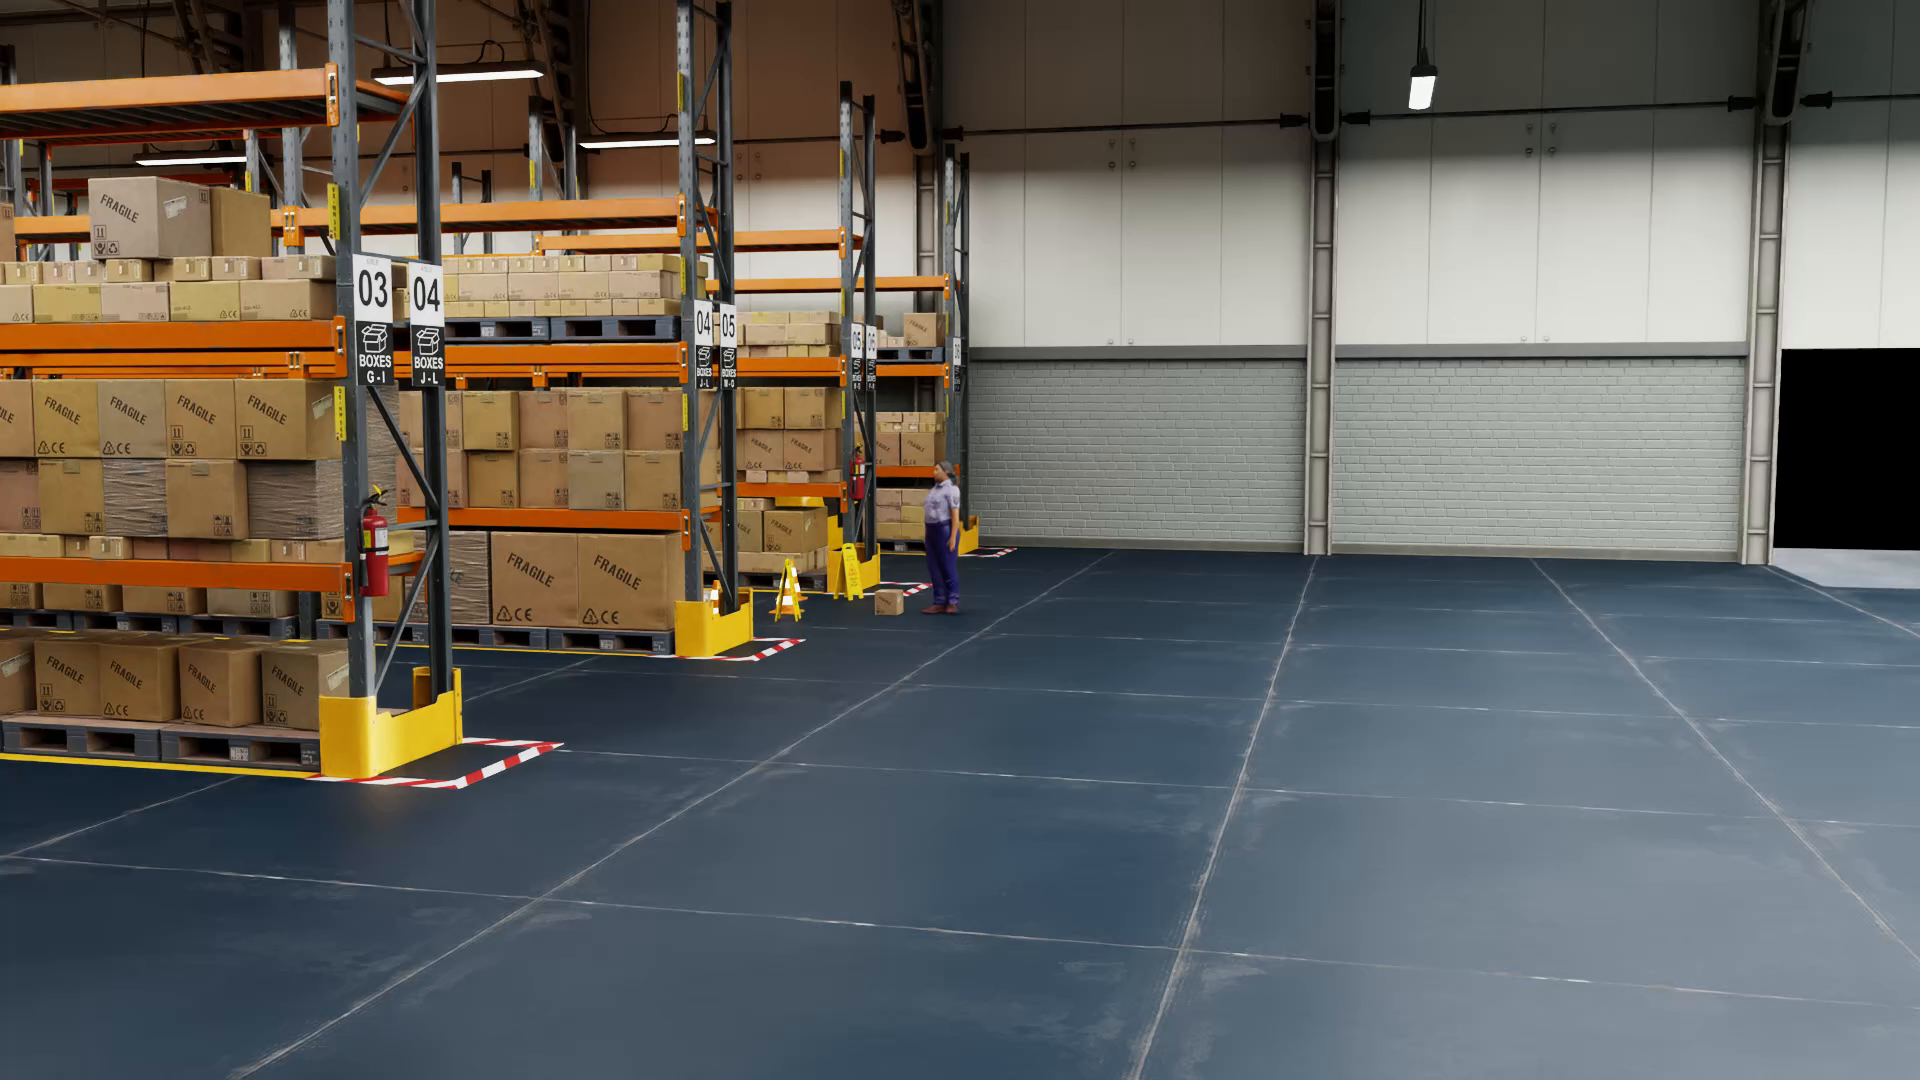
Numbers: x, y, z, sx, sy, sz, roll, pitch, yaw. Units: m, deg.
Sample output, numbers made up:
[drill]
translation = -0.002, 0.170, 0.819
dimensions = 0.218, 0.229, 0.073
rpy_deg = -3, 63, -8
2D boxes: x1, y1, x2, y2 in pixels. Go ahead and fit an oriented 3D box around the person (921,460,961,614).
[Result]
[person]
translation = -0.186, -0.027, 17.894
dimensions = 0.379, 1.654, 0.490
rpy_deg = -3, 6, -32
